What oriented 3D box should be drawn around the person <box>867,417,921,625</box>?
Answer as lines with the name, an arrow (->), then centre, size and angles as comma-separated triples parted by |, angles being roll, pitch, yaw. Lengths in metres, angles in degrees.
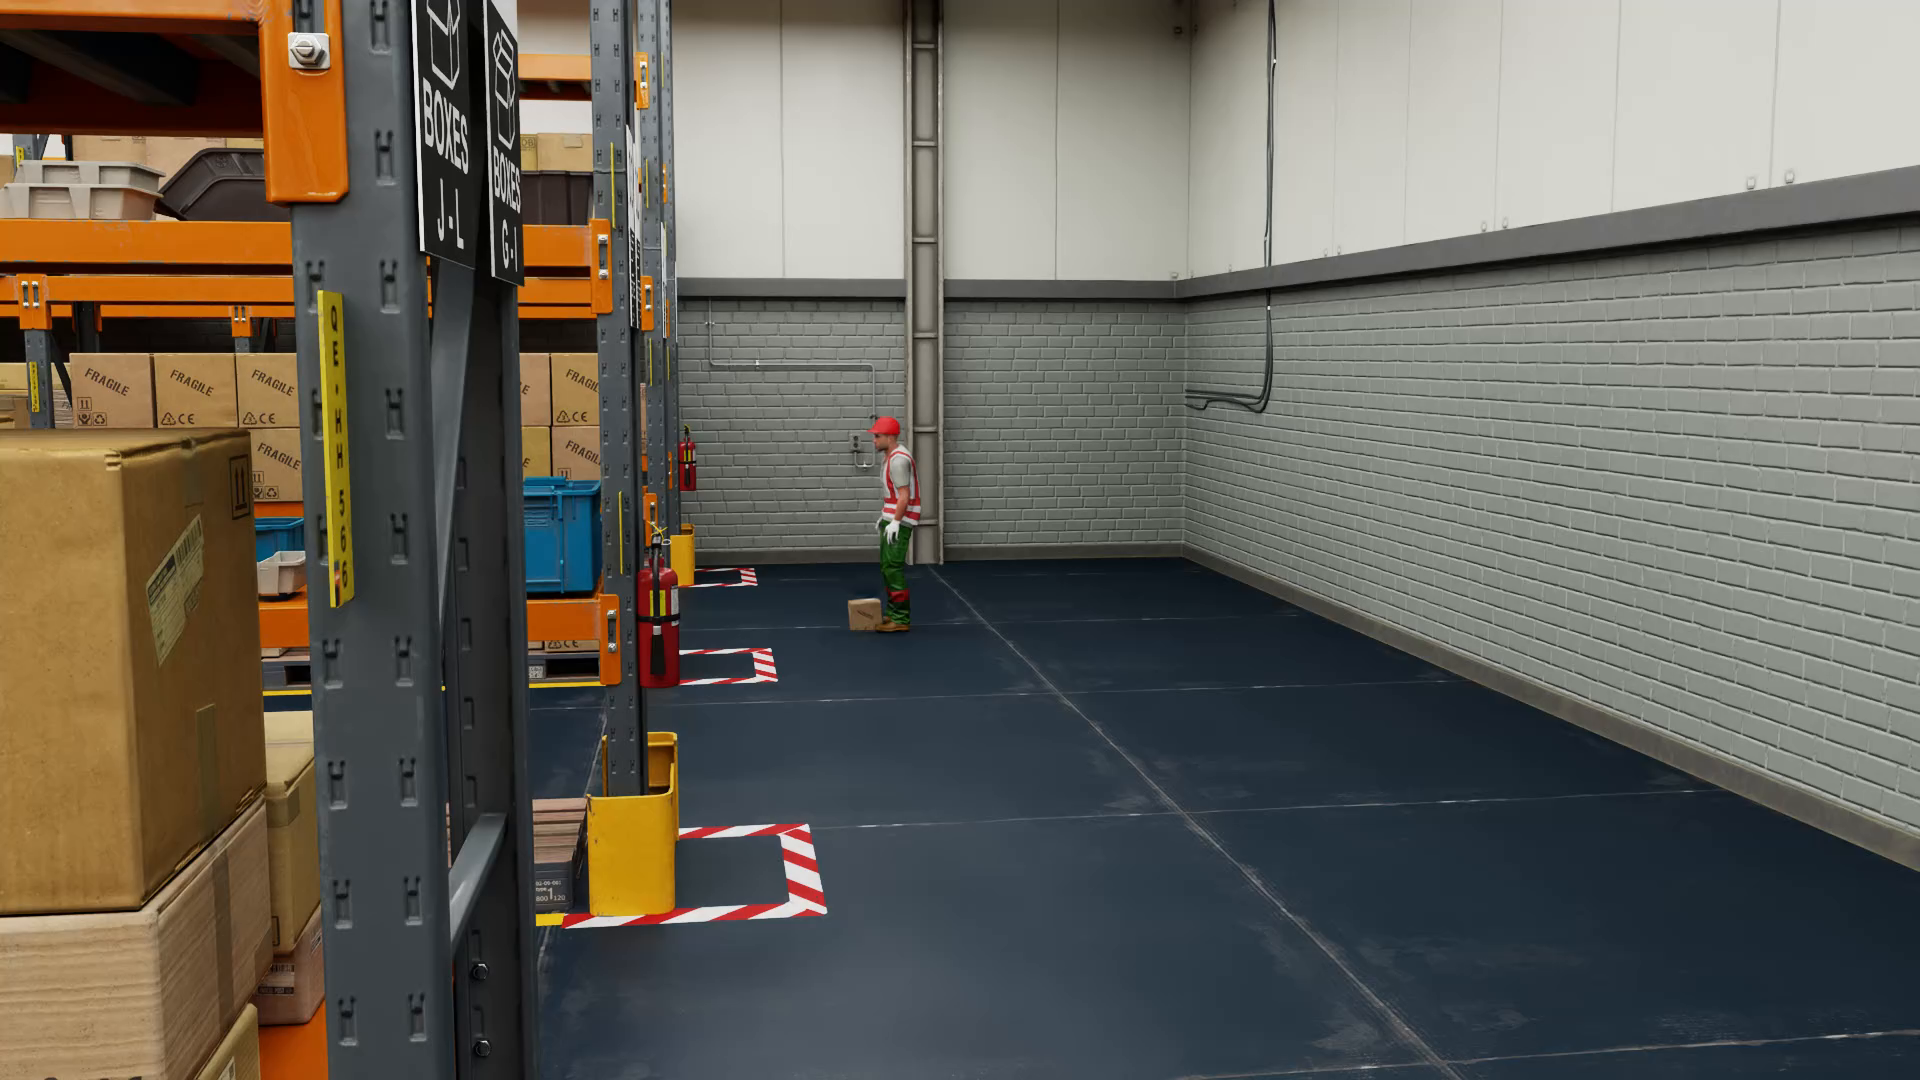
person -> -0.556, -0.162, 13.825 | 0.441, 1.722, 0.552 | -1, 7, -11
